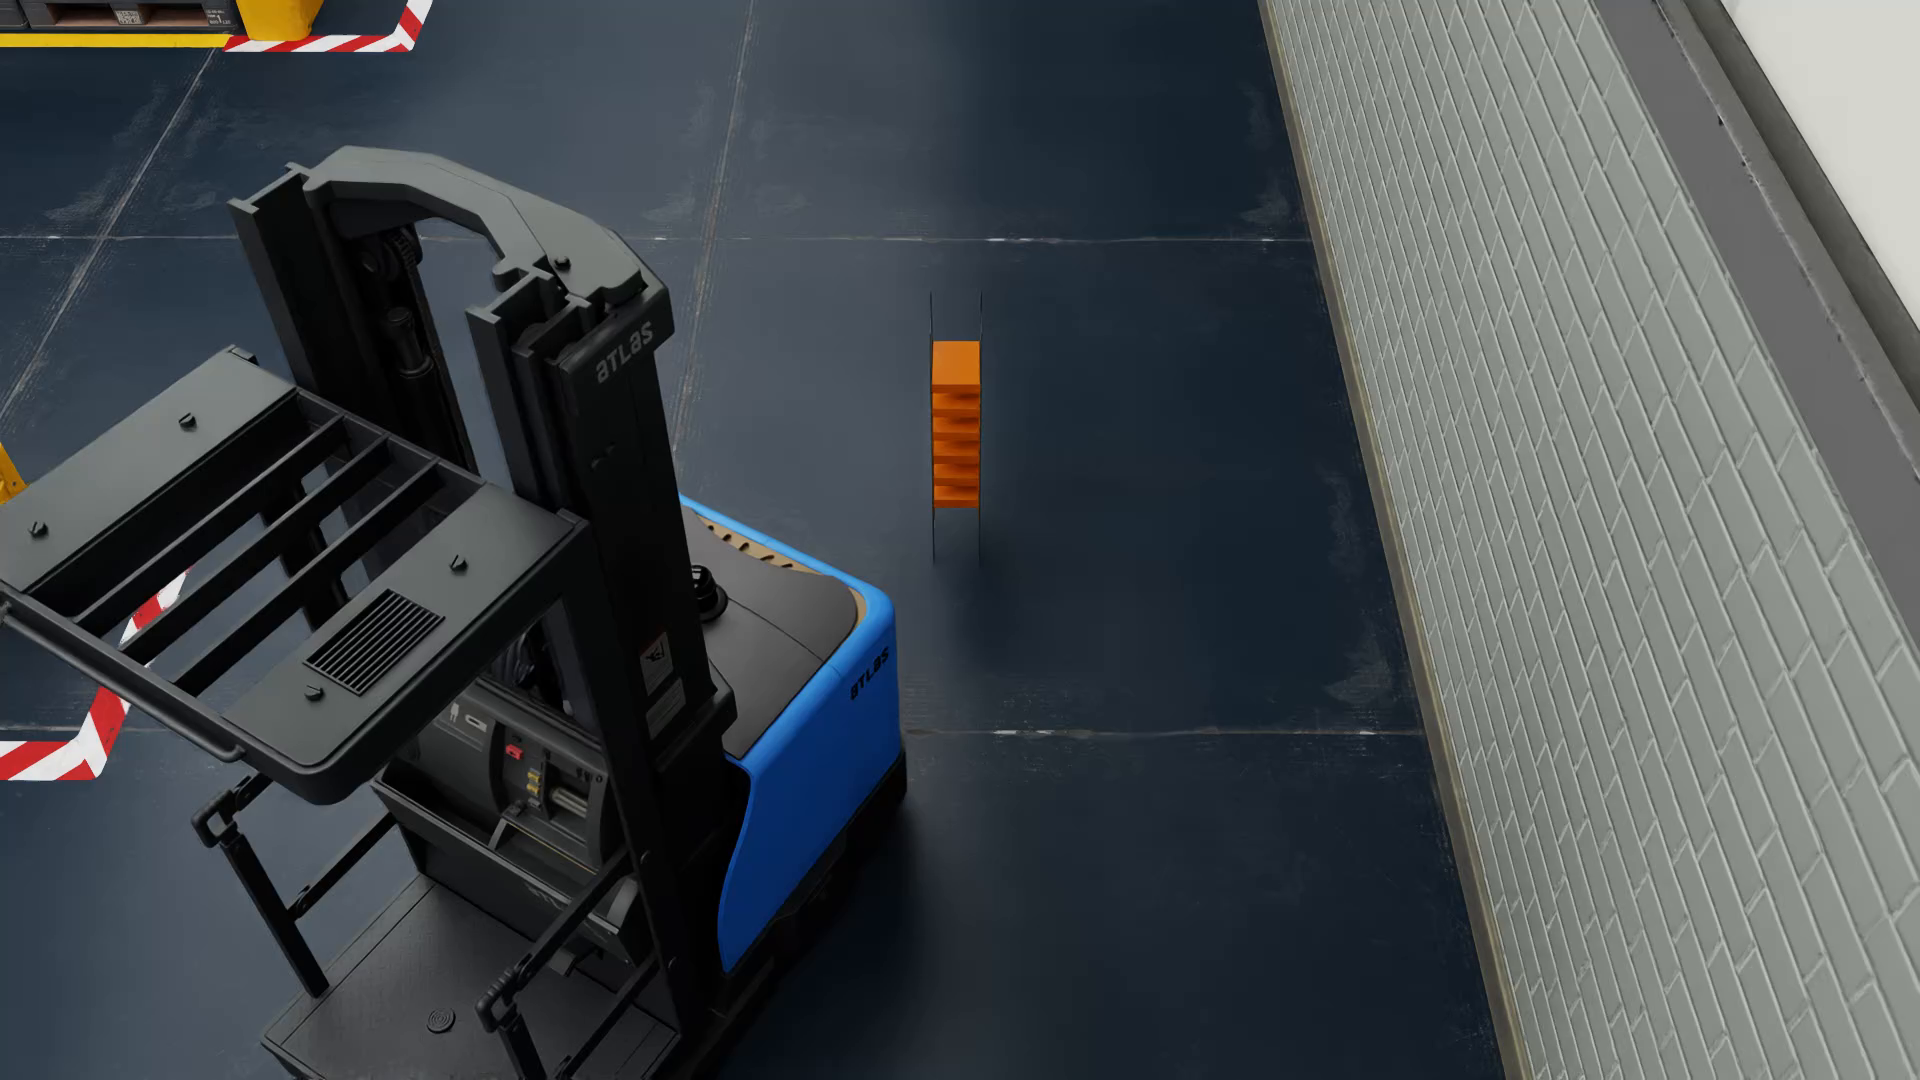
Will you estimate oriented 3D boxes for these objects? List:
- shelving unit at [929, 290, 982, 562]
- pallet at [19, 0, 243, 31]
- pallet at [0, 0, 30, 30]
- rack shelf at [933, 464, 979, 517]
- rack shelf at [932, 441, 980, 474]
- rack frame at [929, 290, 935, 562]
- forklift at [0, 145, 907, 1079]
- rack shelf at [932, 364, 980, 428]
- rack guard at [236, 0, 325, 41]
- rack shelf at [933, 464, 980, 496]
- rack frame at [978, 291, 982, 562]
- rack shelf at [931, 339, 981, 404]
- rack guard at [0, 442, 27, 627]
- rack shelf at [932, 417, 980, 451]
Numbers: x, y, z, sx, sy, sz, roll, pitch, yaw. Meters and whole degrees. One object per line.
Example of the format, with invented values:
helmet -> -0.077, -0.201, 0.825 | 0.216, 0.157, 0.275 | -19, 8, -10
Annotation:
shelving unit -> -0.014, -0.409, 6.392 | 0.189, 1.200, 0.258 | 0, 47, 0
pallet -> -4.747, -3.364, 9.818 | 1.213, 0.211, 1.003 | 0, 47, 0
pallet -> -5.964, -3.370, 9.823 | 1.213, 0.211, 1.003 | 0, 47, 0
rack shelf -> -0.014, -0.215, 6.600 | 0.180, 0.103, 0.258 | 0, 47, 0
rack shelf -> -0.014, -0.379, 6.424 | 0.180, 0.103, 0.258 | 0, 47, 0
rack frame -> -0.106, -0.409, 6.392 | 0.006, 1.200, 0.240 | 0, 47, 0
forklift -> -1.393, 0.642, 4.231 | 1.130, 2.935, 3.031 | 24, 52, 21
rack shelf -> -0.014, -0.542, 6.248 | 0.180, 0.103, 0.258 | 0, 47, 0
rack guard -> -3.898, -3.442, 9.693 | 0.348, 0.500, 1.175 | 0, 47, 0
rack shelf -> -0.014, -0.297, 6.512 | 0.180, 0.103, 0.258 | 0, 47, 0
rack frame -> 0.077, -0.409, 6.391 | 0.006, 1.200, 0.240 | 0, 47, 0
rack shelf -> -0.014, -0.624, 6.161 | 0.180, 0.103, 0.258 | 0, 47, 0
rack guard -> -3.917, 0.193, 6.309 | 0.348, 0.500, 1.175 | 0, 47, 0
rack shelf -> -0.014, -0.460, 6.336 | 0.180, 0.103, 0.258 | 0, 47, 0
